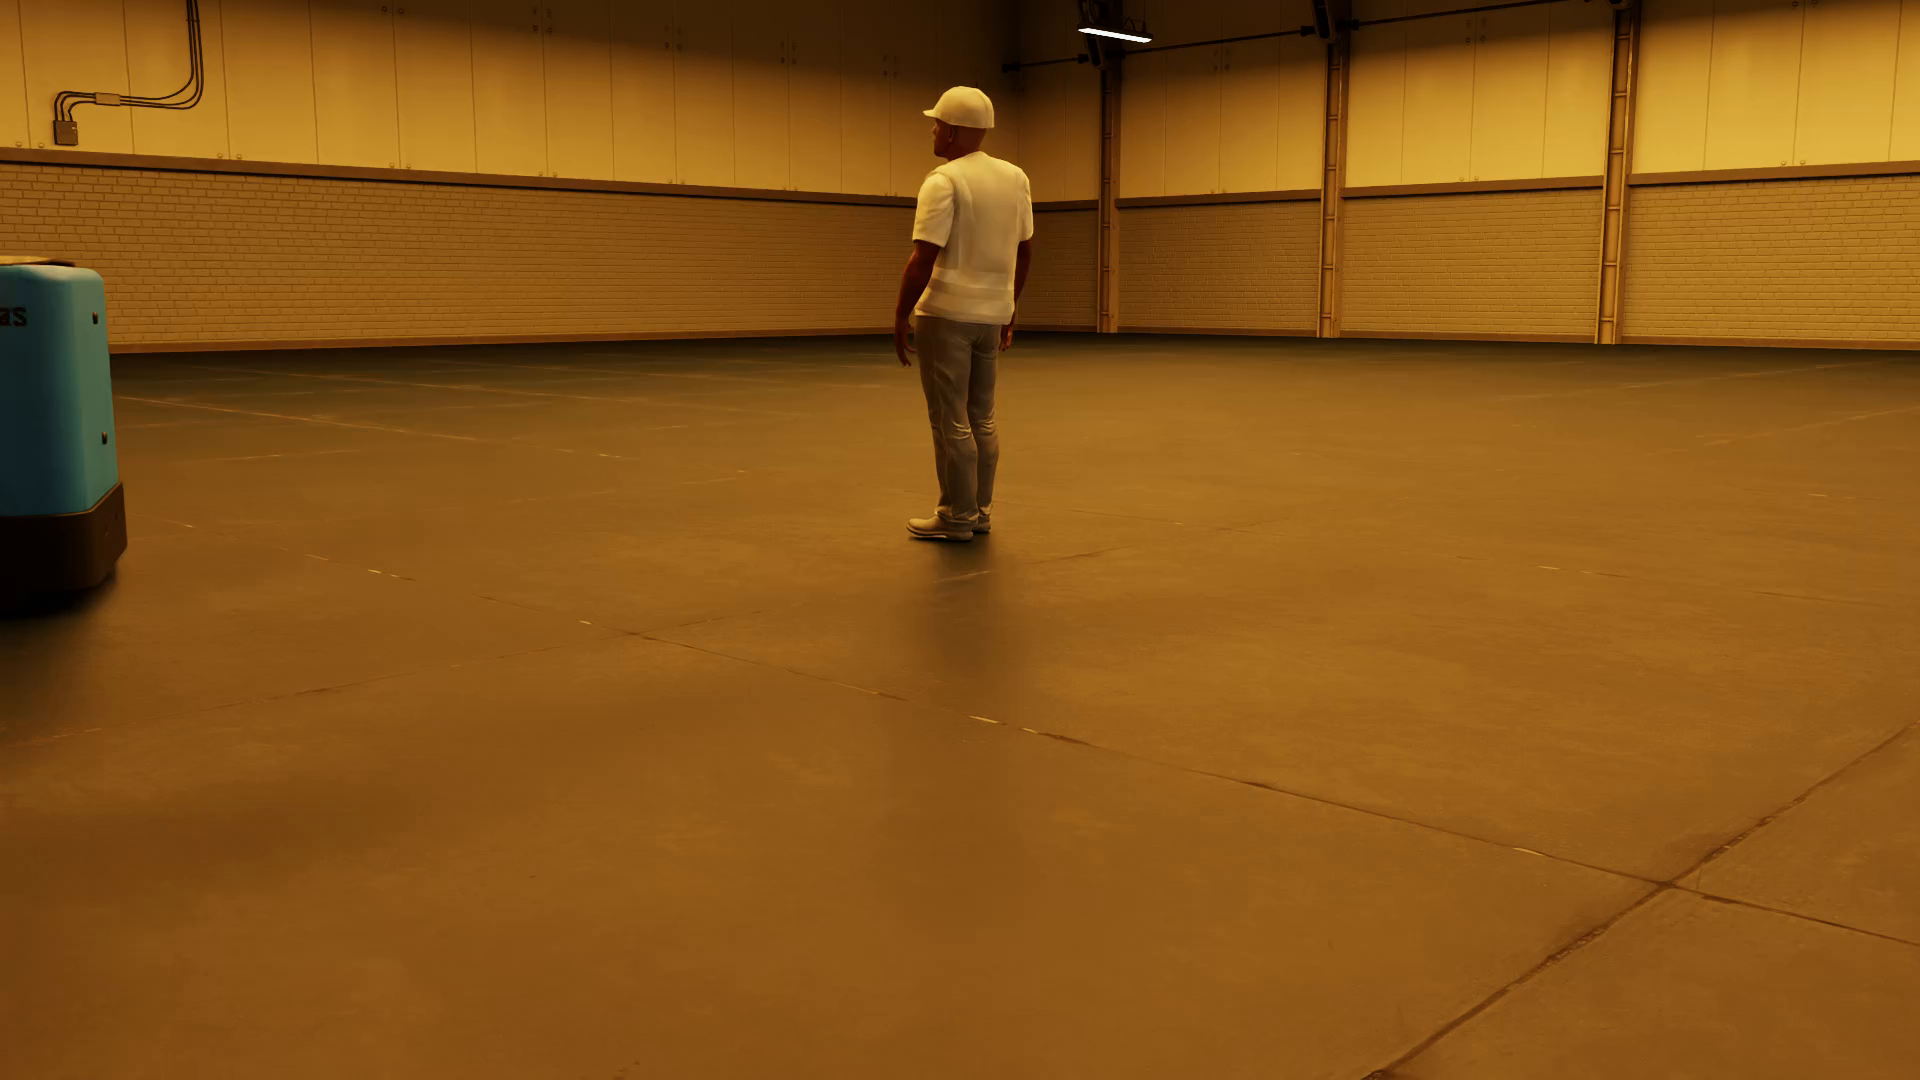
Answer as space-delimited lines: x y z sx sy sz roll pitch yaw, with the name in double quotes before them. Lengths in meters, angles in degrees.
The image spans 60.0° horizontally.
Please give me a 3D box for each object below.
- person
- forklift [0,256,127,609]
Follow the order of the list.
"person" -0.047 -0.885 6.637 0.575 1.761 0.666 8 12 43
"forklift" -4.306 -1.215 4.941 3.031 2.935 1.130 -3 9 -21
